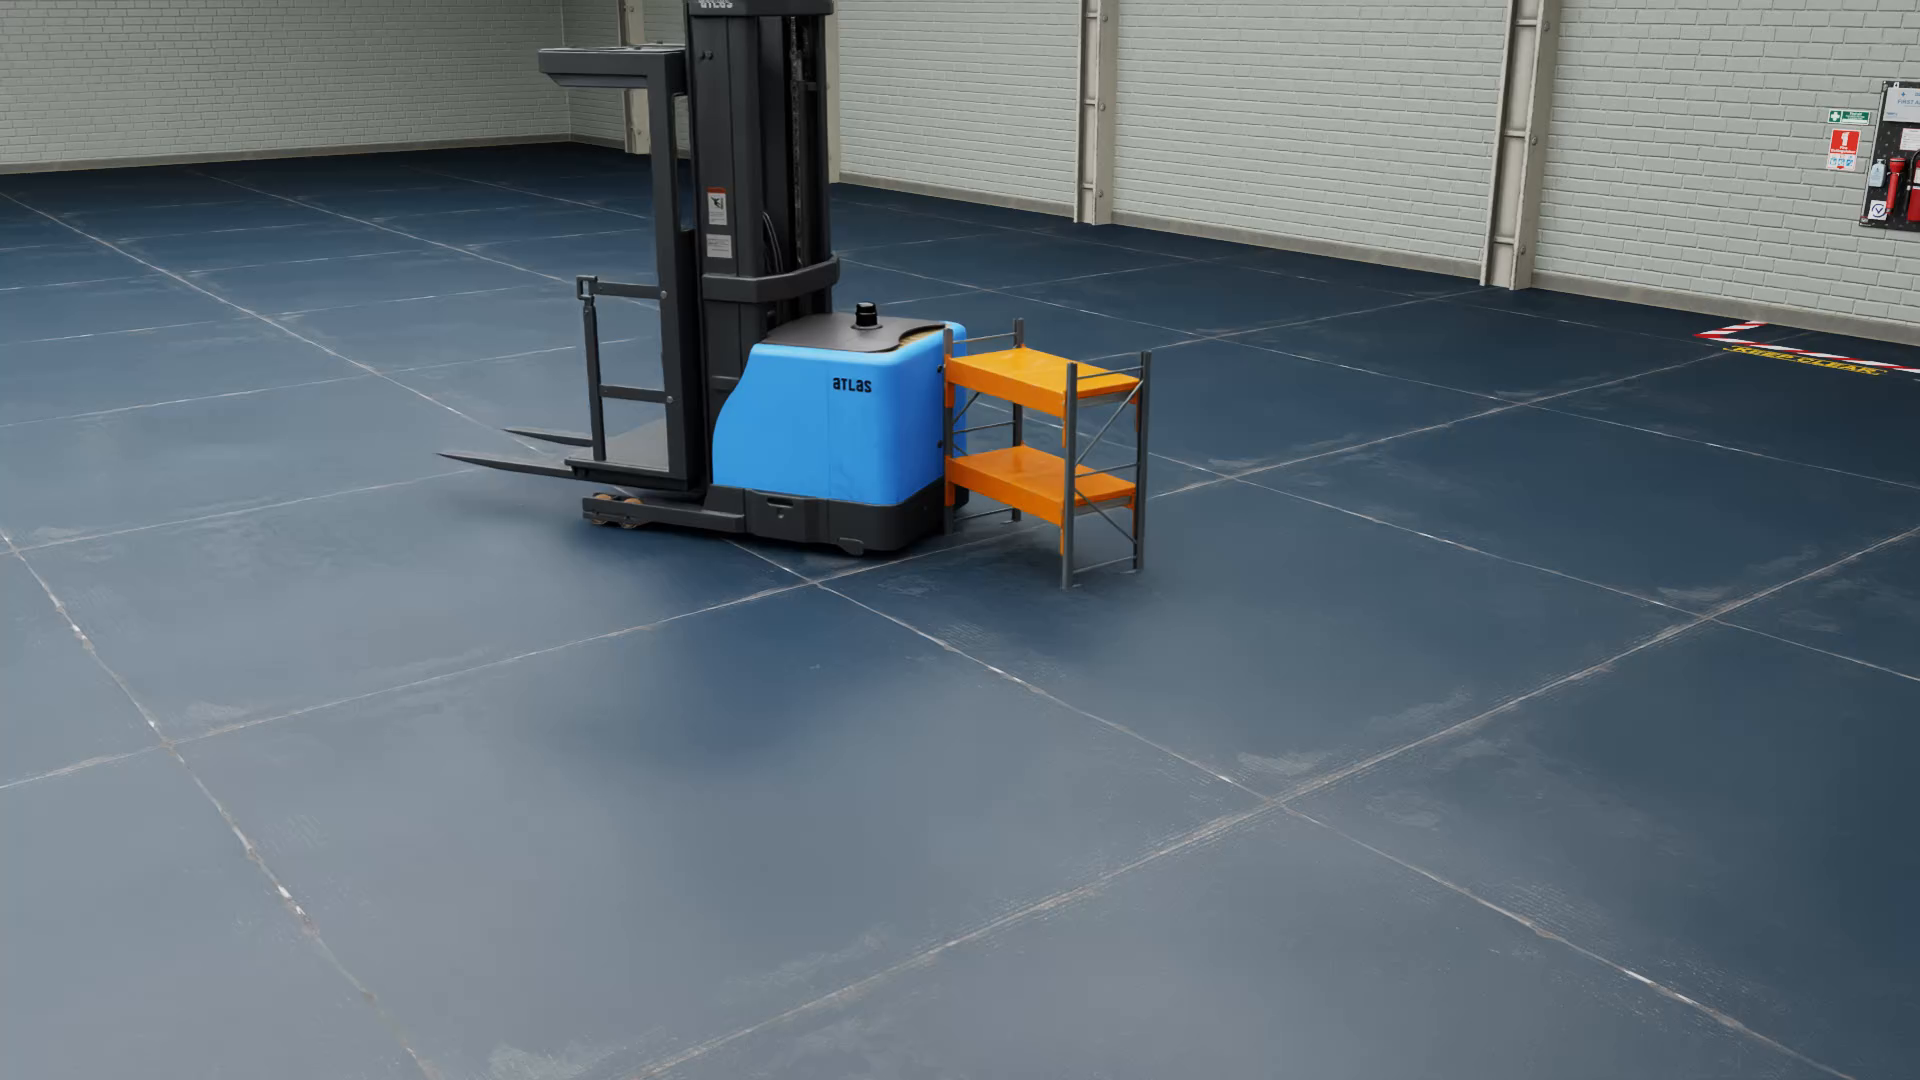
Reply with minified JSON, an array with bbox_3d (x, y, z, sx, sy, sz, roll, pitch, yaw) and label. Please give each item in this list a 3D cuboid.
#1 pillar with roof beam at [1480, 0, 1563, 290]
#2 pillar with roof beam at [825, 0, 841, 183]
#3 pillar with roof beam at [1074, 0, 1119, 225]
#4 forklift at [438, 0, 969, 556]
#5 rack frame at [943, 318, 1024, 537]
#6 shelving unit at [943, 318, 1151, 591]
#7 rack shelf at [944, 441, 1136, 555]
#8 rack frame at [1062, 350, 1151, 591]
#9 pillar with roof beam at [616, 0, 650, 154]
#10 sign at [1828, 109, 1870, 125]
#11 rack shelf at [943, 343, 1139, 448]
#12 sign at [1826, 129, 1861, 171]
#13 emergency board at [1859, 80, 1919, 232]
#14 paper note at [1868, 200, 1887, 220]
[{"bbox_3d":[2.026,-5.948,12.509,9.100,9.000,0.400,-14,23,-36],"label":"pillar with roof beam"},{"bbox_3d":[-5.424,-8.905,21.439,9.100,9.000,0.400,-14,23,-36],"label":"pillar with roof beam"},{"bbox_3d":[-1.699,-7.426,16.974,9.100,9.000,0.400,-14,23,-36],"label":"pillar with roof beam"},{"bbox_3d":[-1.516,-1.594,9.012,3.031,2.935,1.130,8,20,22],"label":"forklift"},{"bbox_3d":[0.125,-0.597,8.875,0.500,1.125,0.032,-13,22,-33],"label":"rack frame"},{"bbox_3d":[0.418,-0.466,8.481,0.538,1.125,1.048,-13,22,-33],"label":"shelving unit"},{"bbox_3d":[0.418,-0.234,8.558,0.538,0.278,1.000,-13,22,-33],"label":"rack shelf"},{"bbox_3d":[0.712,-0.336,8.087,0.500,1.125,0.032,-13,22,-33],"label":"rack frame"},{"bbox_3d":[-9.150,-10.383,25.904,9.100,9.000,0.400,-14,23,-36],"label":"pillar with roof beam"},{"bbox_3d":[7.355,-3.500,13.761,0.001,0.109,0.331,-14,23,-36],"label":"sign"},{"bbox_3d":[0.418,-0.744,8.389,0.538,0.278,1.000,-13,22,-33],"label":"rack shelf"},{"bbox_3d":[7.359,-3.251,13.853,0.001,0.329,0.234,-14,23,-36],"label":"sign"},{"bbox_3d":[7.622,-3.078,13.386,0.194,1.169,0.643,-14,23,-36],"label":"emergency board"},{"bbox_3d":[7.566,-2.717,13.697,0.016,0.148,0.142,-14,23,-36],"label":"paper note"}]
